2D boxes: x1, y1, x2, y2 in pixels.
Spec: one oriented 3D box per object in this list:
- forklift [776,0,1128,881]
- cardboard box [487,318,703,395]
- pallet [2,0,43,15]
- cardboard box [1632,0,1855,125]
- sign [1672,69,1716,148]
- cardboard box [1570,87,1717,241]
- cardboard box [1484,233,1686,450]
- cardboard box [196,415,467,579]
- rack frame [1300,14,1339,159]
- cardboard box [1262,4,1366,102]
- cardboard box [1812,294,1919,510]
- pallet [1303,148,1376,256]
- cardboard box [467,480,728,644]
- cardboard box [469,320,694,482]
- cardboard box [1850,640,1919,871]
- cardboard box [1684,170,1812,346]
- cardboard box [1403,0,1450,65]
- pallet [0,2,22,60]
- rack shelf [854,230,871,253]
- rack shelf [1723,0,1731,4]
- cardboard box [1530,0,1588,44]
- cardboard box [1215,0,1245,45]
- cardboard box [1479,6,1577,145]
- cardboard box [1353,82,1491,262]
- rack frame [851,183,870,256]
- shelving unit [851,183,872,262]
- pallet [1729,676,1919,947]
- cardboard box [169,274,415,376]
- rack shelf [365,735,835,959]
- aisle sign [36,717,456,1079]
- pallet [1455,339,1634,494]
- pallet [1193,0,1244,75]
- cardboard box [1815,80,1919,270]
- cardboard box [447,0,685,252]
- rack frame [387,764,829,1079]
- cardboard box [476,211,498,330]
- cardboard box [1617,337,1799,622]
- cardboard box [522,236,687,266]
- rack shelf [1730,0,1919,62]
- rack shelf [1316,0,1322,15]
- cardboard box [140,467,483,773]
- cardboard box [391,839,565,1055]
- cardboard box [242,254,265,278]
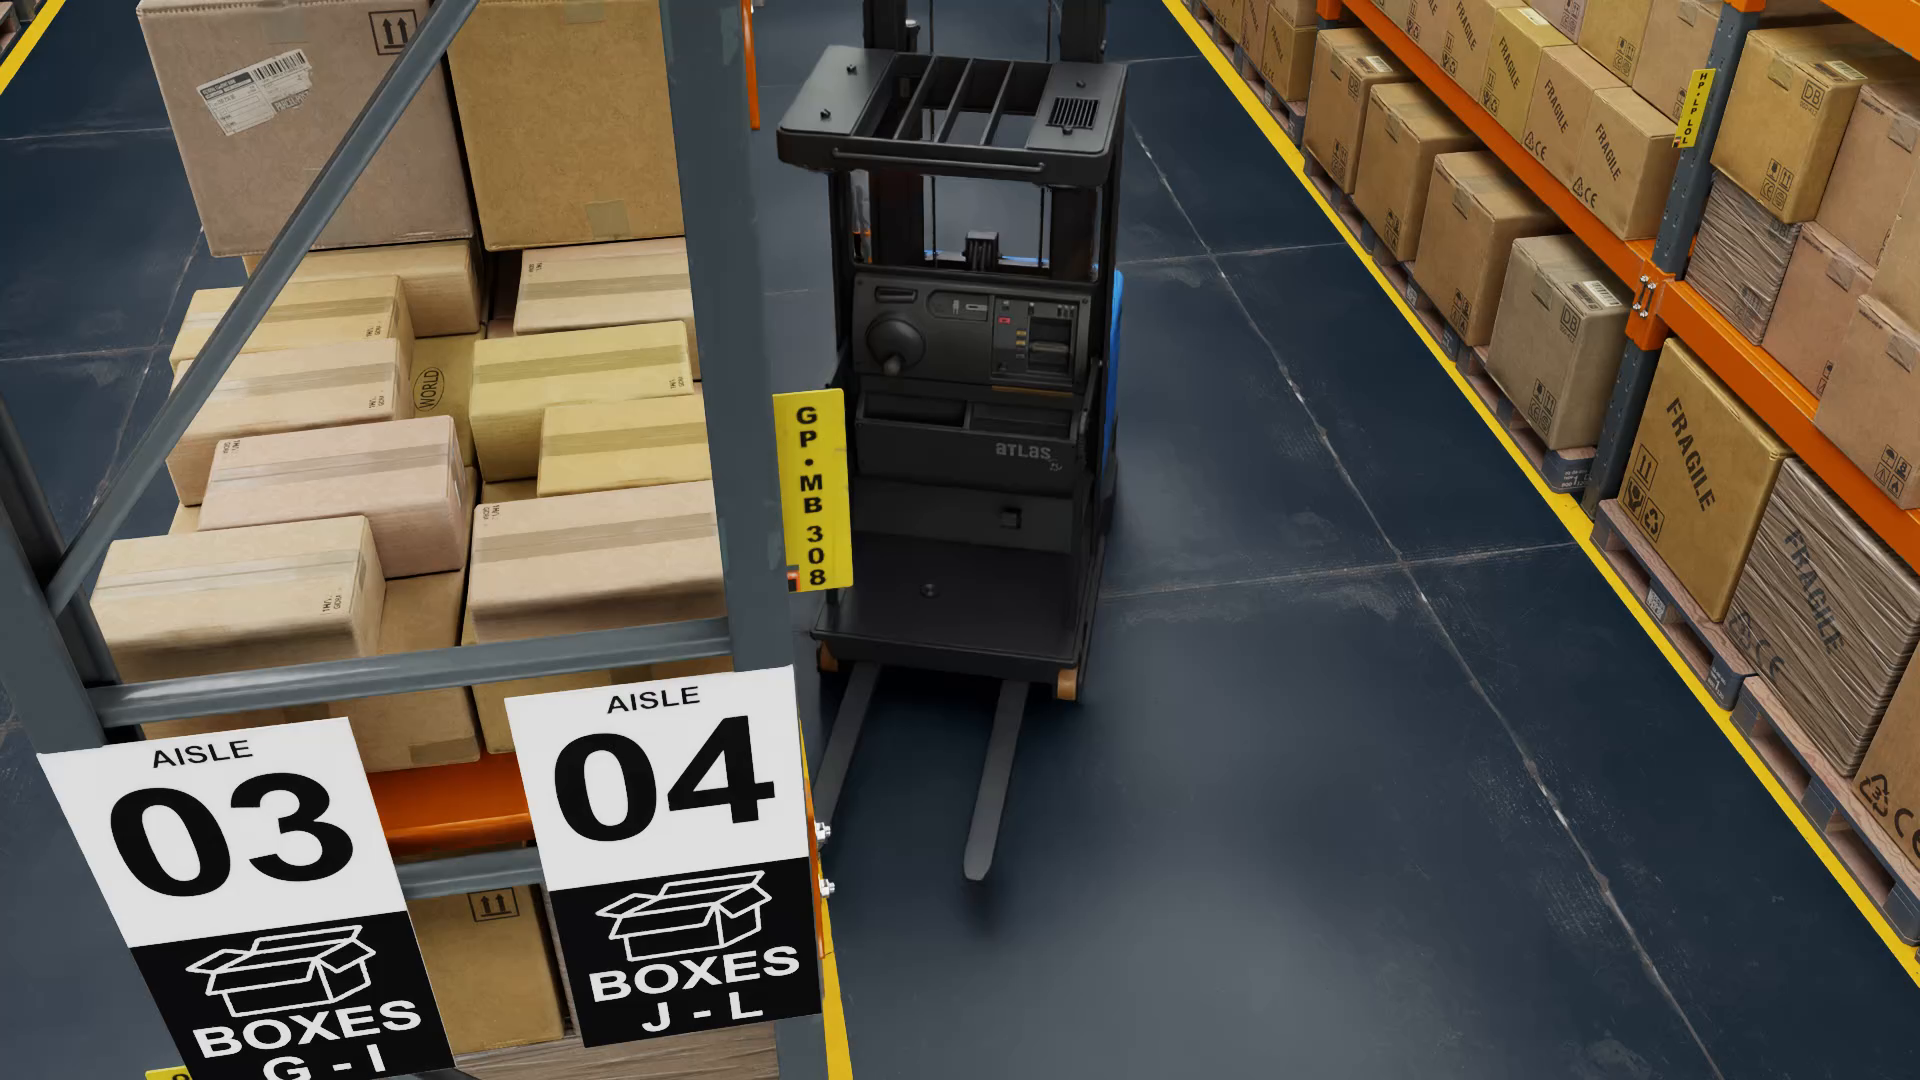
[{"bbox_3d":[0.006,-0.734,6.306,1.130,2.935,3.031,6,38,8],"label":"forklift"},{"bbox_3d":[-0.660,-0.227,3.274,0.500,0.250,0.500,-7,38,-9],"label":"cardboard box"},{"bbox_3d":[-7.880,-4.526,13.404,1.003,0.211,1.213,-6,38,-8],"label":"pallet"},{"bbox_3d":[3.373,-2.094,7.104,0.700,0.500,0.500,-7,38,-9],"label":"cardboard box"},{"bbox_3d":[2.934,-1.722,6.642,0.100,0.325,0.005,-6,38,-8],"label":"sign"},{"bbox_3d":[3.112,-1.686,7.394,0.500,0.500,0.500,-6,38,-8],"label":"cardboard box"},{"bbox_3d":[3.269,-1.003,8.088,1.050,0.750,0.750,-6,38,-8],"label":"cardboard box"},{"bbox_3d":[-1.019,-0.059,2.733,0.380,0.149,0.250,-7,38,-9],"label":"cardboard box"},{"bbox_3d":[2.765,-3.776,10.166,1.000,3.000,0.127,-6,38,-8],"label":"rack frame"},{"bbox_3d":[2.392,-3.324,11.279,0.500,0.500,0.500,-6,38,-8],"label":"cardboard box"},{"bbox_3d":[3.640,-0.529,5.864,0.875,0.550,0.550,-6,38,-8],"label":"cardboard box"},{"bbox_3d":[2.829,-2.191,10.398,1.003,0.211,1.213,-6,38,-8],"label":"pallet"},{"bbox_3d":[-0.554,0.054,2.588,0.380,0.149,0.250,-6,38,-8],"label":"cardboard box"},{"bbox_3d":[-0.670,-0.252,2.982,0.380,0.149,0.250,-7,38,-9],"label":"cardboard box"},{"bbox_3d":[3.827,0.795,5.671,0.875,0.875,0.875,-7,38,-9],"label":"cardboard box"},{"bbox_3d":[3.543,-1.198,6.725,0.875,0.550,0.550,-6,38,-8],"label":"cardboard box"},{"bbox_3d":[2.758,-2.904,8.962,0.500,0.500,0.500,-6,38,-8],"label":"cardboard box"},{"bbox_3d":[-7.619,-3.615,12.232,1.003,0.211,1.213,-6,38,-8],"label":"pallet"},{"bbox_3d":[-0.384,-1.494,8.244,0.258,0.103,0.180,-10,15,-12],"label":"rack shelf"},{"bbox_3d":[3.116,-3.469,7.911,1.077,0.370,4.000,-6,38,-8],"label":"rack shelf"},{"bbox_3d":[3.193,-2.710,7.896,0.700,0.500,0.500,-6,38,-8],"label":"cardboard box"},{"bbox_3d":[2.196,-3.956,12.092,0.500,0.500,0.500,-8,39,-10],"label":"cardboard box"},{"bbox_3d":[2.934,-2.297,8.180,0.500,0.500,0.500,-6,38,-7],"label":"cardboard box"},{"bbox_3d":[2.940,-2.149,9.562,1.050,0.750,0.750,-6,38,-7],"label":"cardboard box"},{"bbox_3d":[-0.372,-1.210,8.409,0.240,1.200,0.006,-10,15,-12],"label":"rack frame"},{"bbox_3d":[-0.349,-1.190,8.323,0.258,1.200,0.189,-10,15,-12],"label":"shelving unit"},{"bbox_3d":[3.740,0.947,6.359,1.003,0.211,1.213,-6,38,-8],"label":"pallet"},{"bbox_3d":[-1.243,-0.361,3.122,0.380,0.149,0.250,-6,38,-8],"label":"cardboard box"},{"bbox_3d":[-1.084,-0.580,4.193,1.077,0.370,4.000,-6,38,-8],"label":"rack shelf"},{"bbox_3d":[-1.018,0.571,2.451,0.394,0.787,0.004,-6,38,-8],"label":"aisle sign"},{"bbox_3d":[3.257,-0.717,8.501,1.003,0.211,1.213,-6,38,-8],"label":"pallet"},{"bbox_3d":[2.419,-3.883,12.576,1.003,0.211,1.213,-6,38,-8],"label":"pallet"},{"bbox_3d":[3.708,-1.300,5.976,0.875,0.550,0.550,-6,38,-8],"label":"cardboard box"},{"bbox_3d":[-0.728,-0.937,3.334,0.500,0.500,0.500,-6,38,-8],"label":"cardboard box"},{"bbox_3d":[-0.733,1.528,3.338,1.000,3.000,0.127,-6,38,-8],"label":"rack frame"},{"bbox_3d":[-1.240,-0.473,3.591,0.500,0.250,0.500,-5,38,-7],"label":"cardboard box"},{"bbox_3d":[3.508,-0.300,7.080,0.875,0.875,0.875,-6,38,-7],"label":"cardboard box"},{"bbox_3d":[-0.686,-0.572,3.393,0.380,0.149,0.250,-6,38,-8],"label":"cardboard box"},{"bbox_3d":[3.817,-1.053,4.802,1.077,0.370,4.000,-6,38,-8],"label":"rack shelf"},{"bbox_3d":[2.414,-4.700,11.942,1.077,0.370,4.000,-6,38,-8],"label":"rack shelf"},{"bbox_3d":[-1.068,0.139,2.804,0.500,0.250,0.500,-5,38,-7],"label":"cardboard box"},{"bbox_3d":[-1.073,0.671,3.303,0.500,0.500,0.500,-6,38,-8],"label":"cardboard box"},{"bbox_3d":[-1.310,-0.675,3.527,0.380,0.149,0.250,-8,39,-10],"label":"cardboard box"}]
